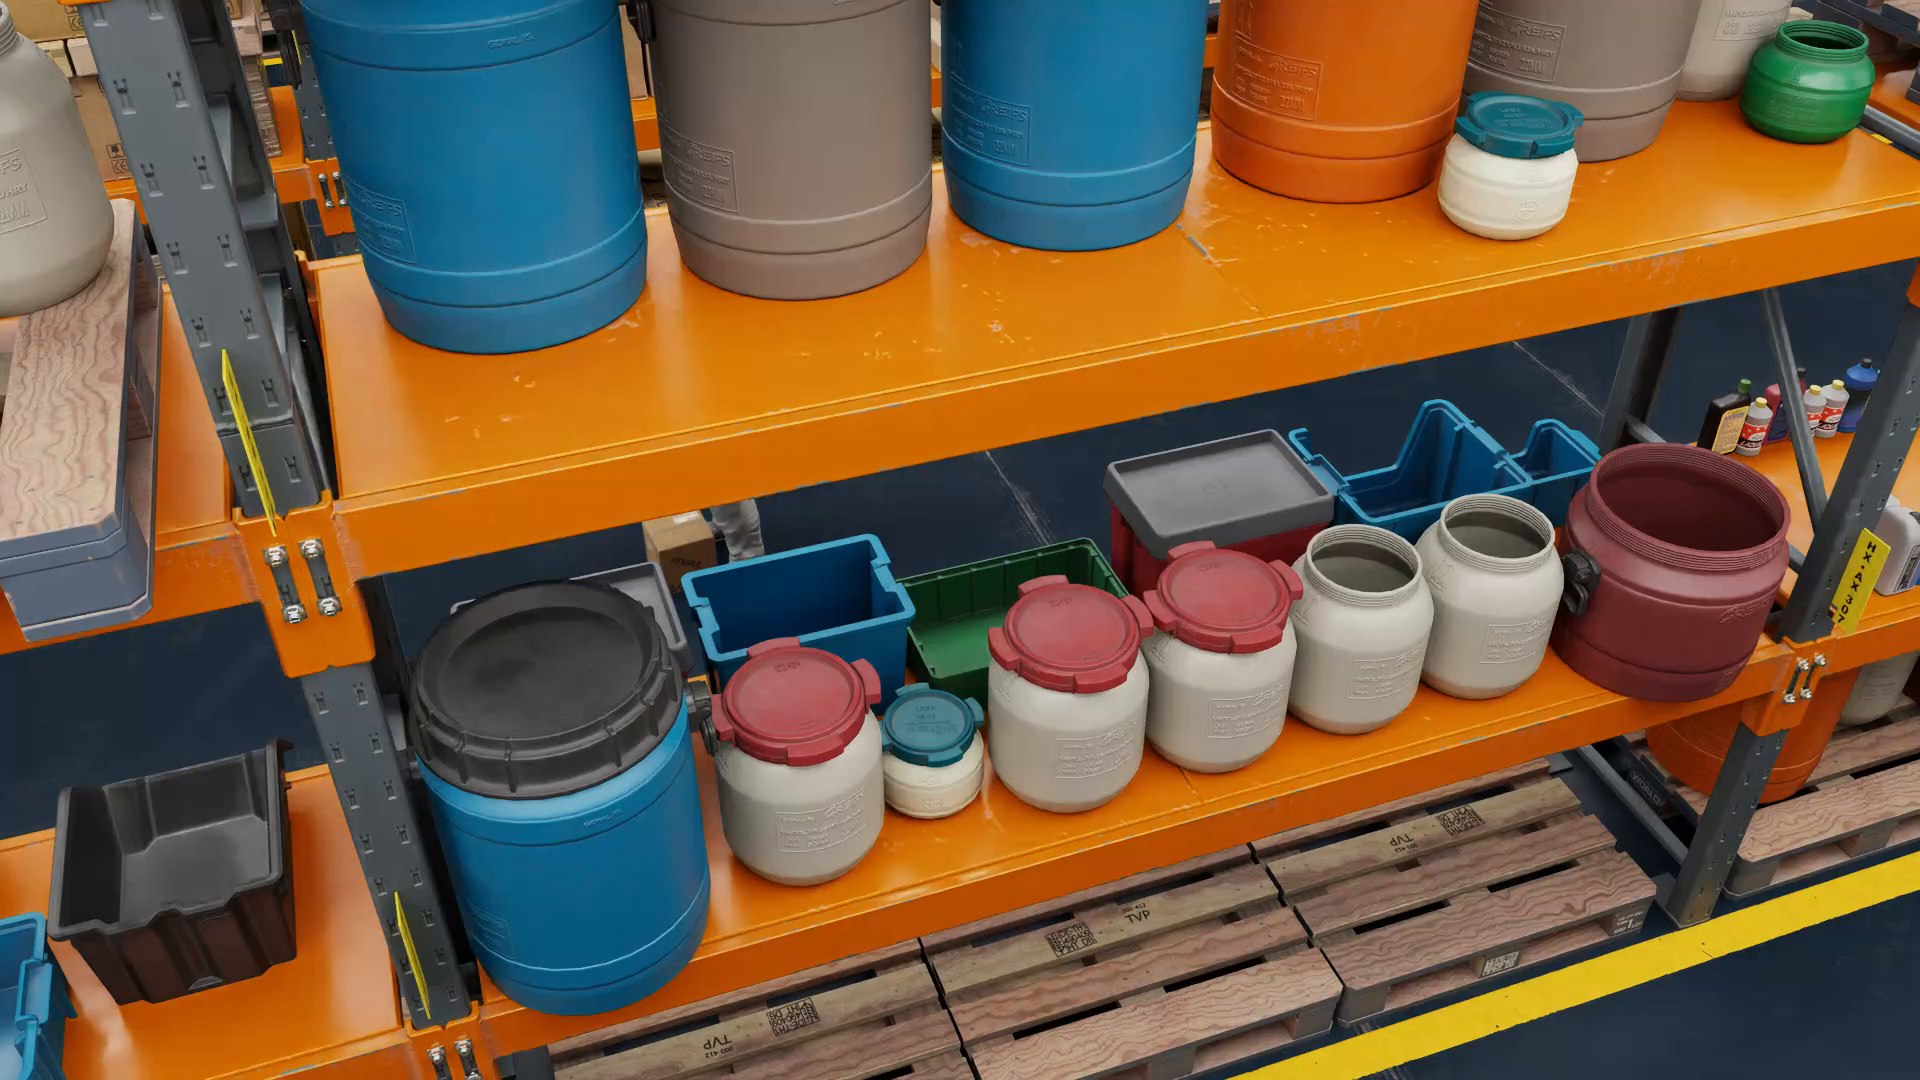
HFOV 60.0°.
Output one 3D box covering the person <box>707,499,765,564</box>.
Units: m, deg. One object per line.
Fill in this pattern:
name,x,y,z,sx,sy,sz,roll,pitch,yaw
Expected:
person,-1.012,-0.559,6.864,0.468,1.665,0.558,-15,40,-18
